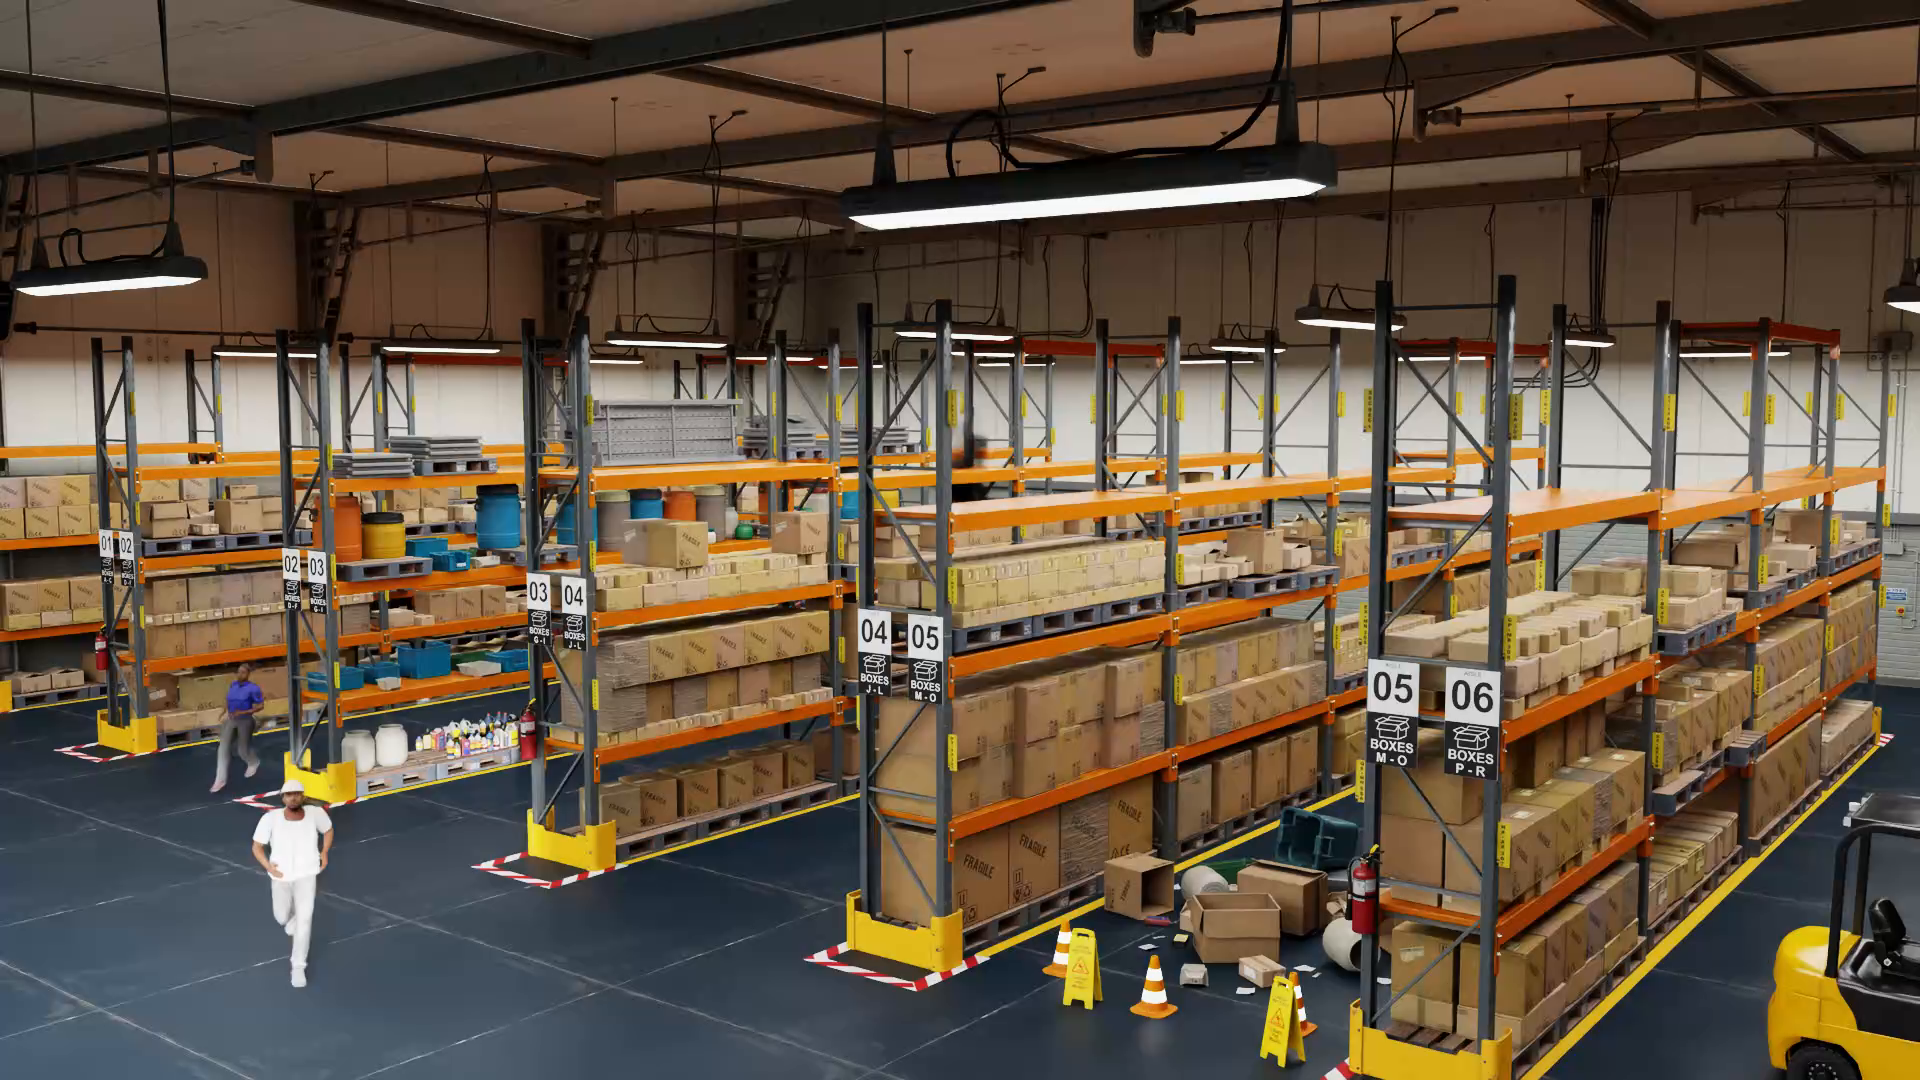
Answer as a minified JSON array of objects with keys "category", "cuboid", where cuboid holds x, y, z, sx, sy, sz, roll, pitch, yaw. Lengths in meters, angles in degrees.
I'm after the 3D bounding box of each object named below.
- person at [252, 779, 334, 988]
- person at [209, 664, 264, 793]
[{"category":"person","cuboid":[-6.000,3.014,14.963,0.672,1.756,1.090,-1,5,-16]},{"category":"person","cuboid":[-9.465,2.439,21.946,0.628,1.640,0.918,1,5,7]}]
